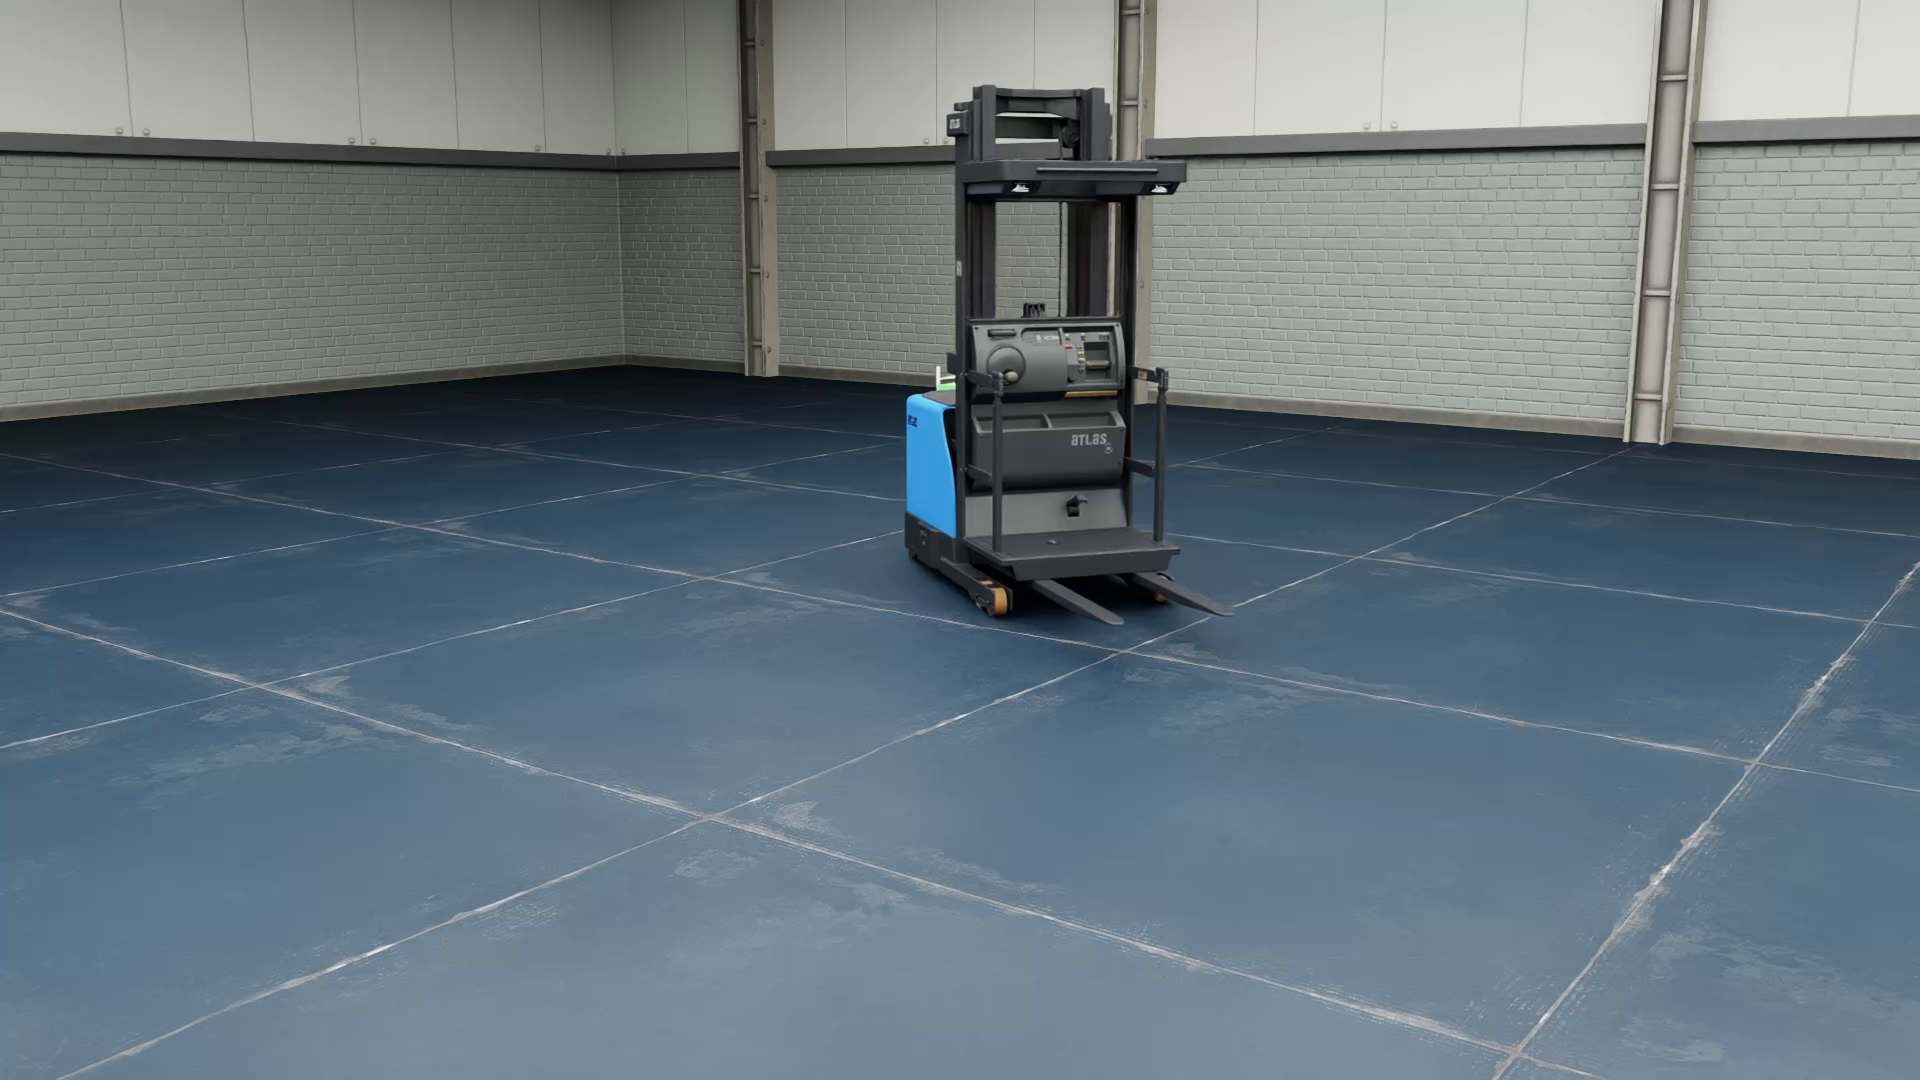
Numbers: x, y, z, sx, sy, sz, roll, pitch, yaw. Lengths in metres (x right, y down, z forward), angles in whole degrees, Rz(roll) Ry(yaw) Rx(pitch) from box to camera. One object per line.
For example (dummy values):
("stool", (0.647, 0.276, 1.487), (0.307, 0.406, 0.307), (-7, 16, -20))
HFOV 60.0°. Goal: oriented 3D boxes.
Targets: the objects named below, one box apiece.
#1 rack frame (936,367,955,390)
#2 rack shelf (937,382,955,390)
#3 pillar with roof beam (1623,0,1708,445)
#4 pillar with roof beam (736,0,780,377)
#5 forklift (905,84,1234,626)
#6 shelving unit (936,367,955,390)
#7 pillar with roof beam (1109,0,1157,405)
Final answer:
("rack frame", (-0.085, -0.606, 11.503), (0.015, 1.200, 0.240), (8, 13, 35))
("rack shelf", (0.114, -0.988, 11.285), (0.480, 0.148, 0.258), (8, 13, 35))
("pillar with roof beam", (4.321, -4.743, 12.354), (0.400, 9.000, 9.100), (8, 13, 36))
("pillar with roof beam", (-5.351, -6.092, 19.328), (0.400, 9.000, 9.100), (8, 13, 36))
("forklift", (0.590, -1.097, 9.481), (1.130, 2.935, 3.031), (-4, 12, -18))
("shelving unit", (0.114, -0.579, 11.364), (0.503, 1.200, 0.258), (8, 13, 35))
("pillar with roof beam", (-0.515, -5.418, 15.841), (0.400, 9.000, 9.100), (8, 13, 36))
